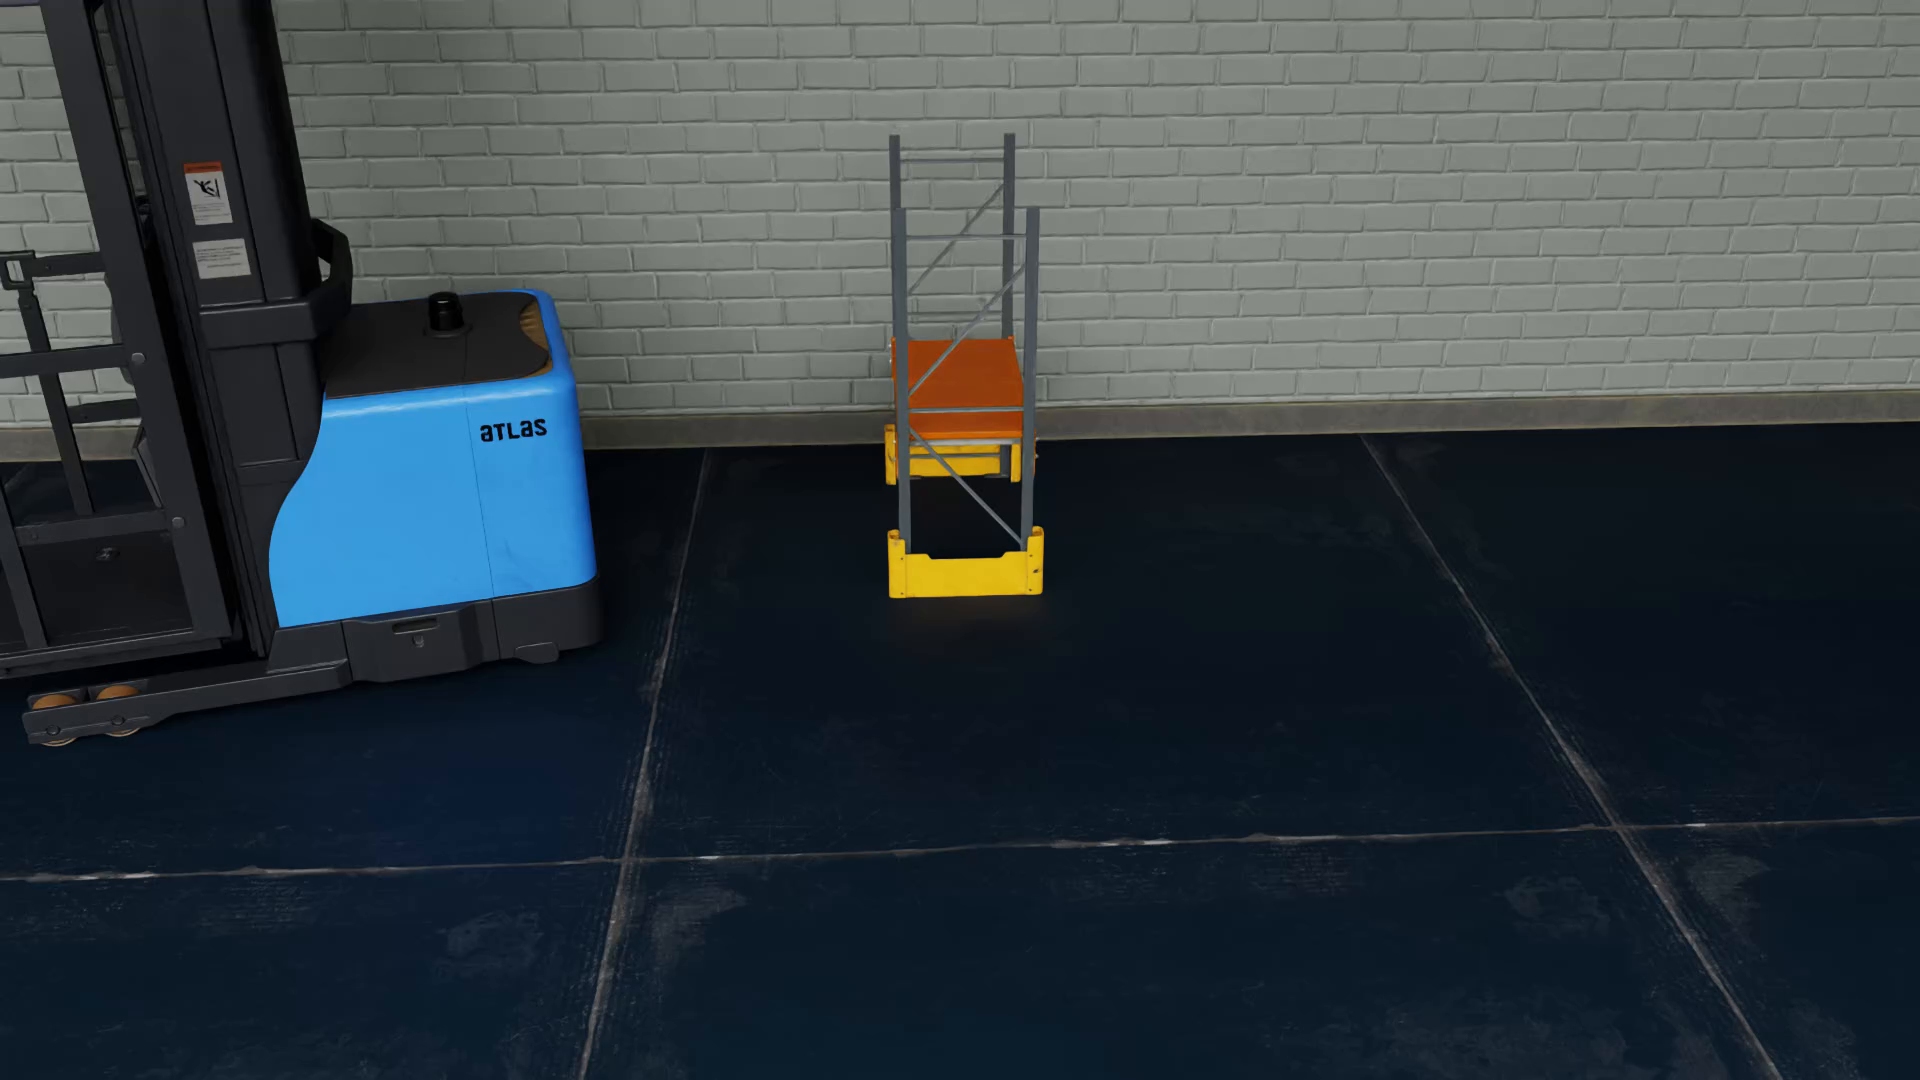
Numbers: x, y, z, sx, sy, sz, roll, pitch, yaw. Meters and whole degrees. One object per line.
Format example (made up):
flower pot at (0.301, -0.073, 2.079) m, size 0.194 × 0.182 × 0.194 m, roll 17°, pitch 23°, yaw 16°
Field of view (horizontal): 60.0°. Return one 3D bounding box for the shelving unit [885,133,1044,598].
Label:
shelving unit at (-0.004, -0.700, 6.471) m, size 0.587 × 1.500 × 1.083 m, roll -1°, pitch 28°, yaw -3°

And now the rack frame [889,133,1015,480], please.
rack frame at (-0.031, -0.939, 6.929) m, size 0.500 × 1.500 × 0.032 m, roll -1°, pitch 28°, yaw -3°

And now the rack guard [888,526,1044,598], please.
rack guard at (0.022, 0.084, 6.319) m, size 0.587 × 0.250 × 0.087 m, roll -1°, pitch 28°, yaw -3°

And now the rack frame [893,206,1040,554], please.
rack frame at (0.022, -0.470, 6.029) m, size 0.500 × 1.500 × 0.032 m, roll -1°, pitch 28°, yaw -3°

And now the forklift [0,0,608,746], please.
forklift at (-2.840, -0.896, 5.299) m, size 3.031 × 2.935 × 1.130 m, roll -8°, pitch 29°, yaw -15°

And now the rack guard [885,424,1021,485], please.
rack guard at (-0.030, -0.376, 7.201) m, size 0.587 × 0.250 × 0.087 m, roll -1°, pitch 28°, yaw -3°

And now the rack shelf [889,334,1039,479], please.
rack shelf at (-0.004, -0.545, 6.562) m, size 0.538 × 0.185 × 1.000 m, roll -1°, pitch 28°, yaw -3°
